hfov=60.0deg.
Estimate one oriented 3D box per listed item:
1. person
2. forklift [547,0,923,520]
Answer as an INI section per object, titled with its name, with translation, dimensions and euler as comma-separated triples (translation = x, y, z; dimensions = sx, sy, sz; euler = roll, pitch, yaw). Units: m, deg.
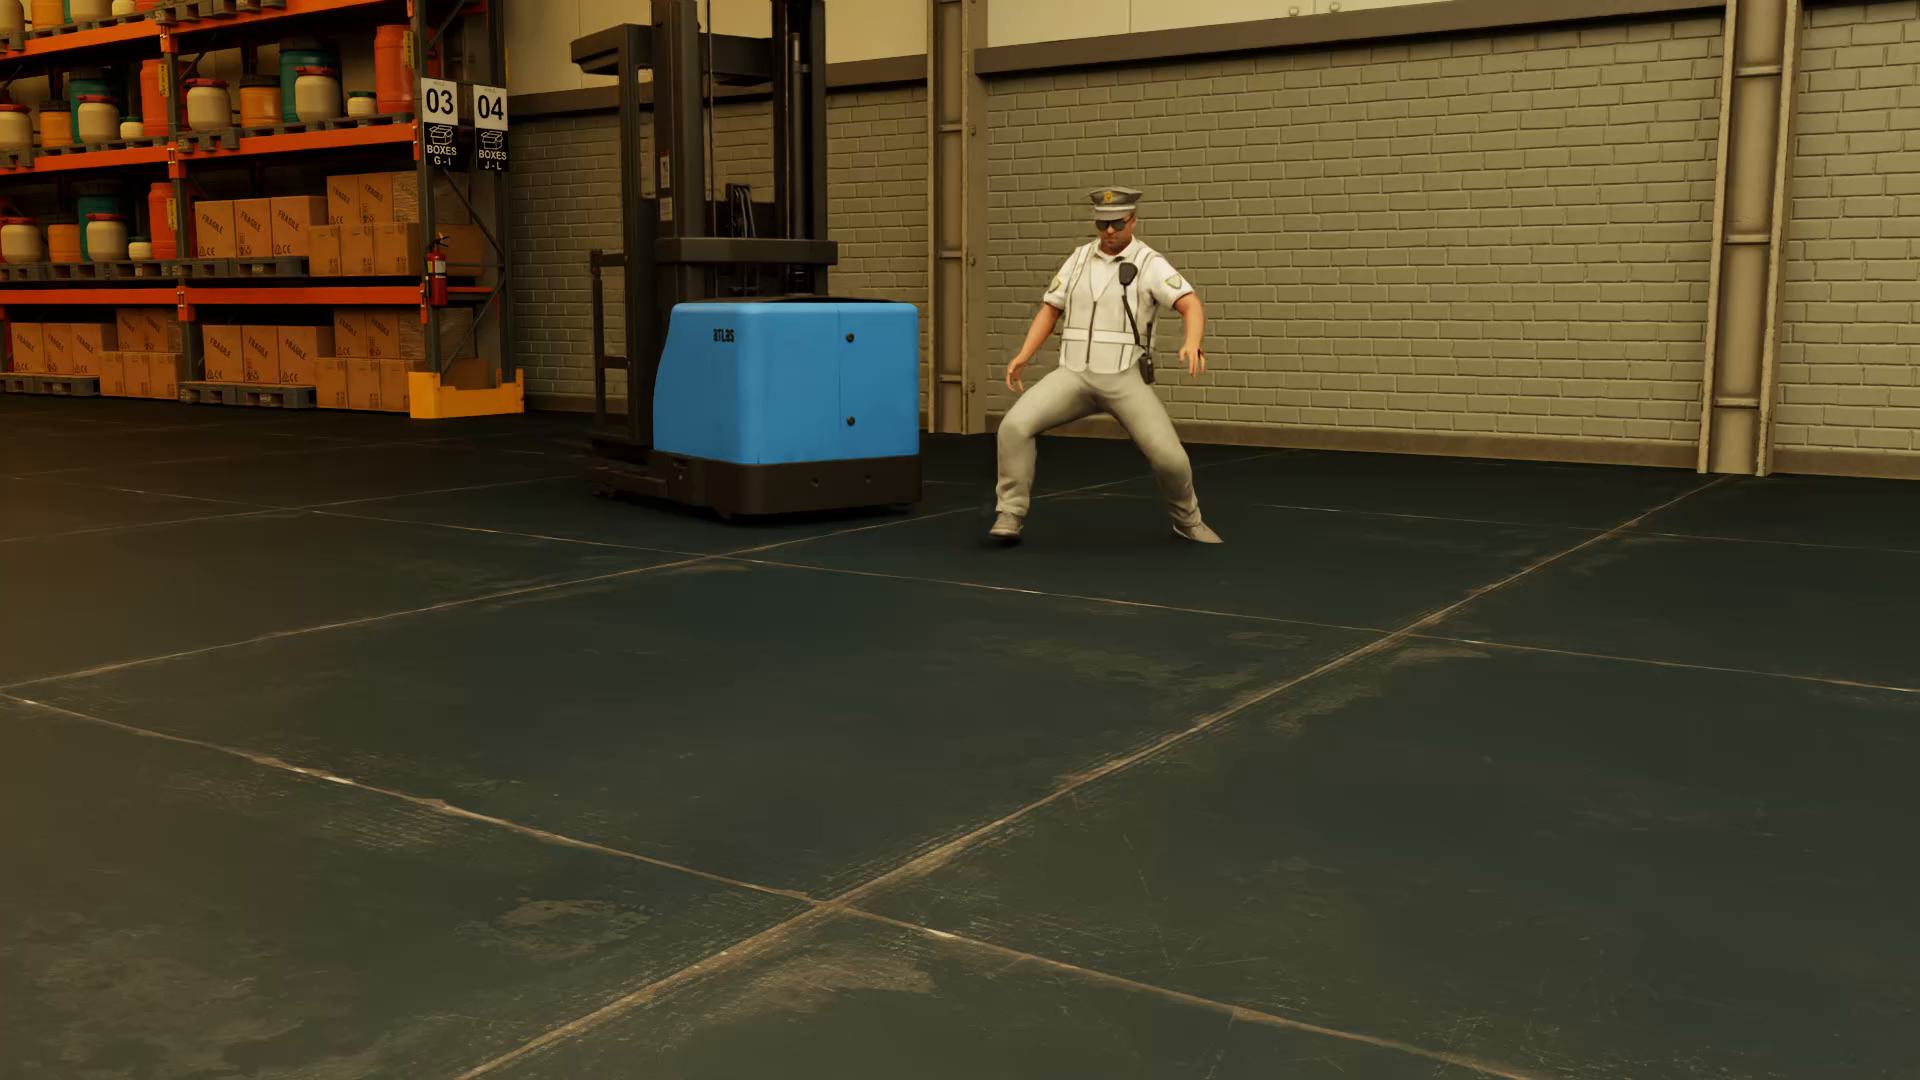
[person]
translation = 0.689, -0.753, 7.417
dimensions = 0.978, 1.621, 0.815
euler = 4, 9, 27
[forklift]
translation = -1.448, -1.710, 9.222
dimensions = 1.130, 2.935, 3.031
euler = -6, 10, -35
